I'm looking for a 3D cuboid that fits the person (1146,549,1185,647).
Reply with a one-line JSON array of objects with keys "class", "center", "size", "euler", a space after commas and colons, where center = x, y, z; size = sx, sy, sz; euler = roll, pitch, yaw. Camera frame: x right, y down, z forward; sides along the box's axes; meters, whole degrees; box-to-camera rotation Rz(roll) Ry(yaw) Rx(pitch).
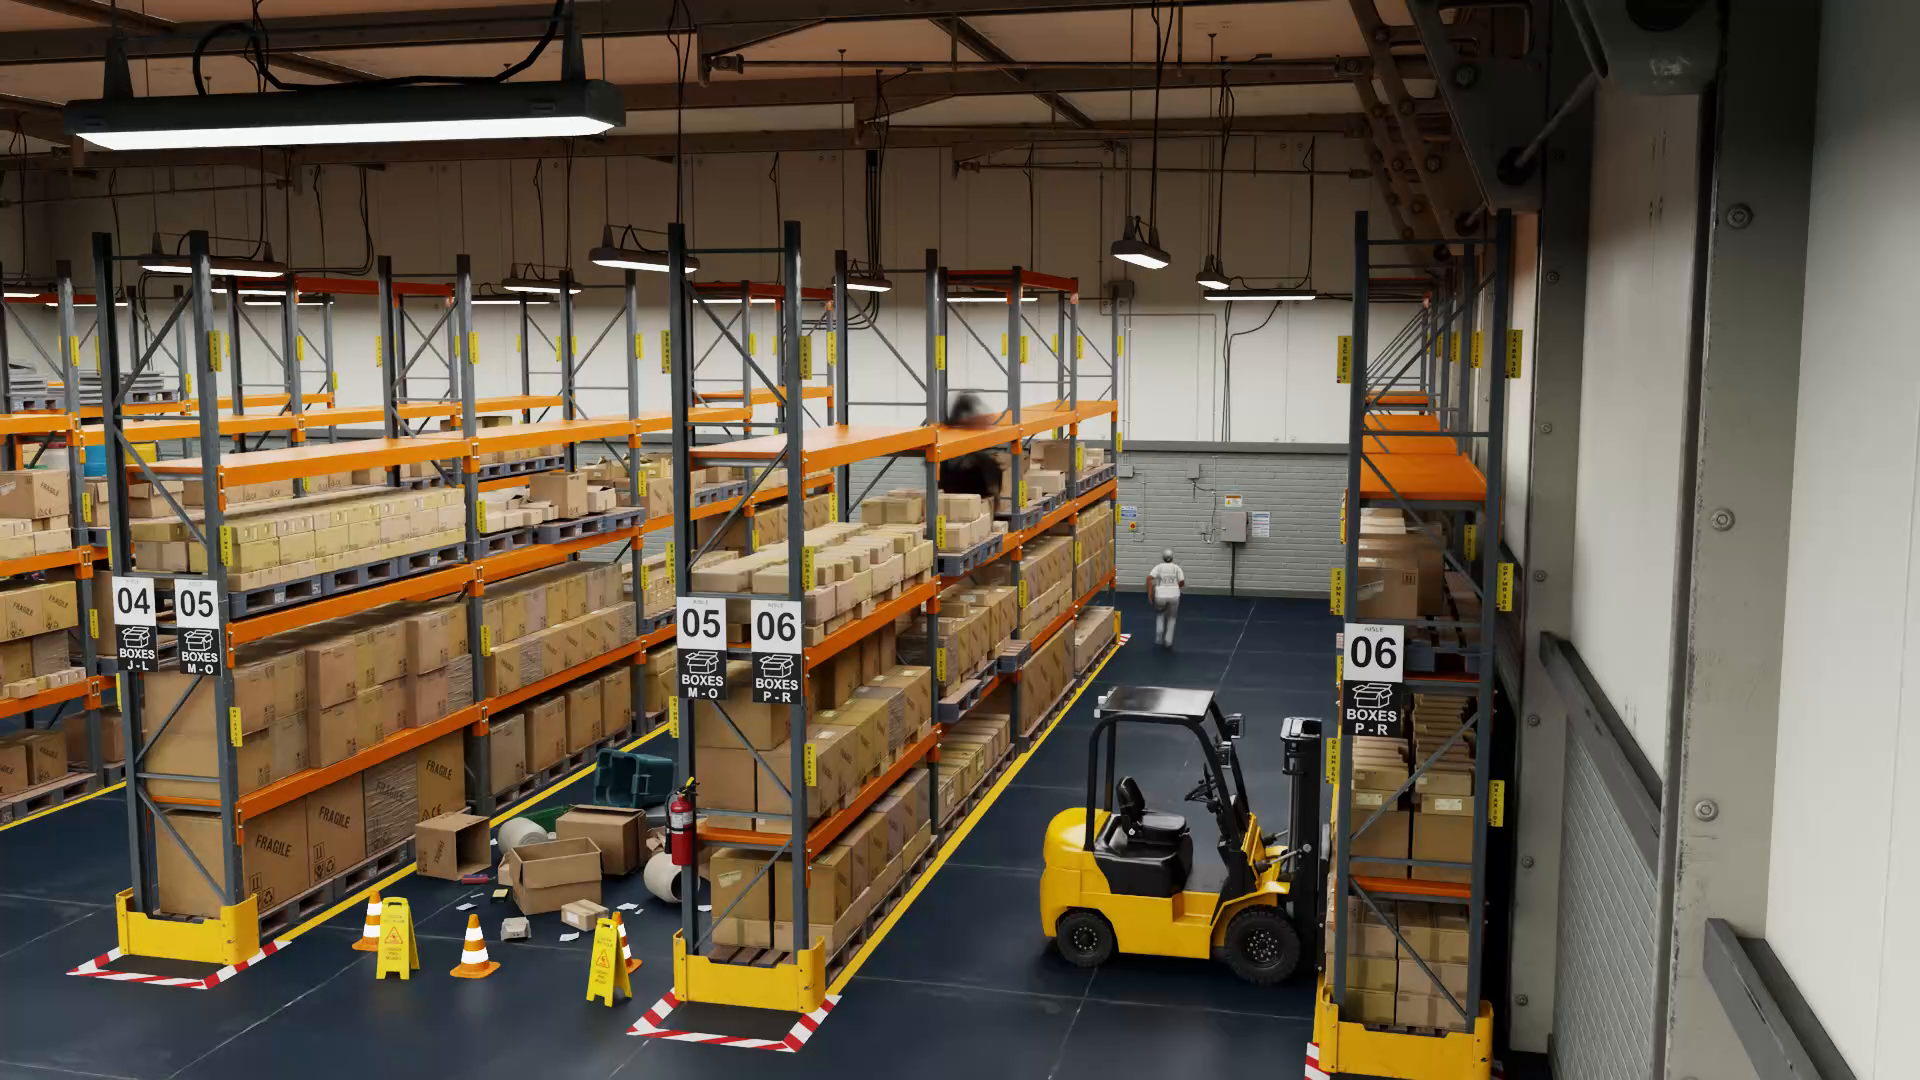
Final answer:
[{"class": "person", "center": [3.447, 0.976, 27.880], "size": [0.626, 1.624, 0.670], "euler": [1, 7, 10]}]
